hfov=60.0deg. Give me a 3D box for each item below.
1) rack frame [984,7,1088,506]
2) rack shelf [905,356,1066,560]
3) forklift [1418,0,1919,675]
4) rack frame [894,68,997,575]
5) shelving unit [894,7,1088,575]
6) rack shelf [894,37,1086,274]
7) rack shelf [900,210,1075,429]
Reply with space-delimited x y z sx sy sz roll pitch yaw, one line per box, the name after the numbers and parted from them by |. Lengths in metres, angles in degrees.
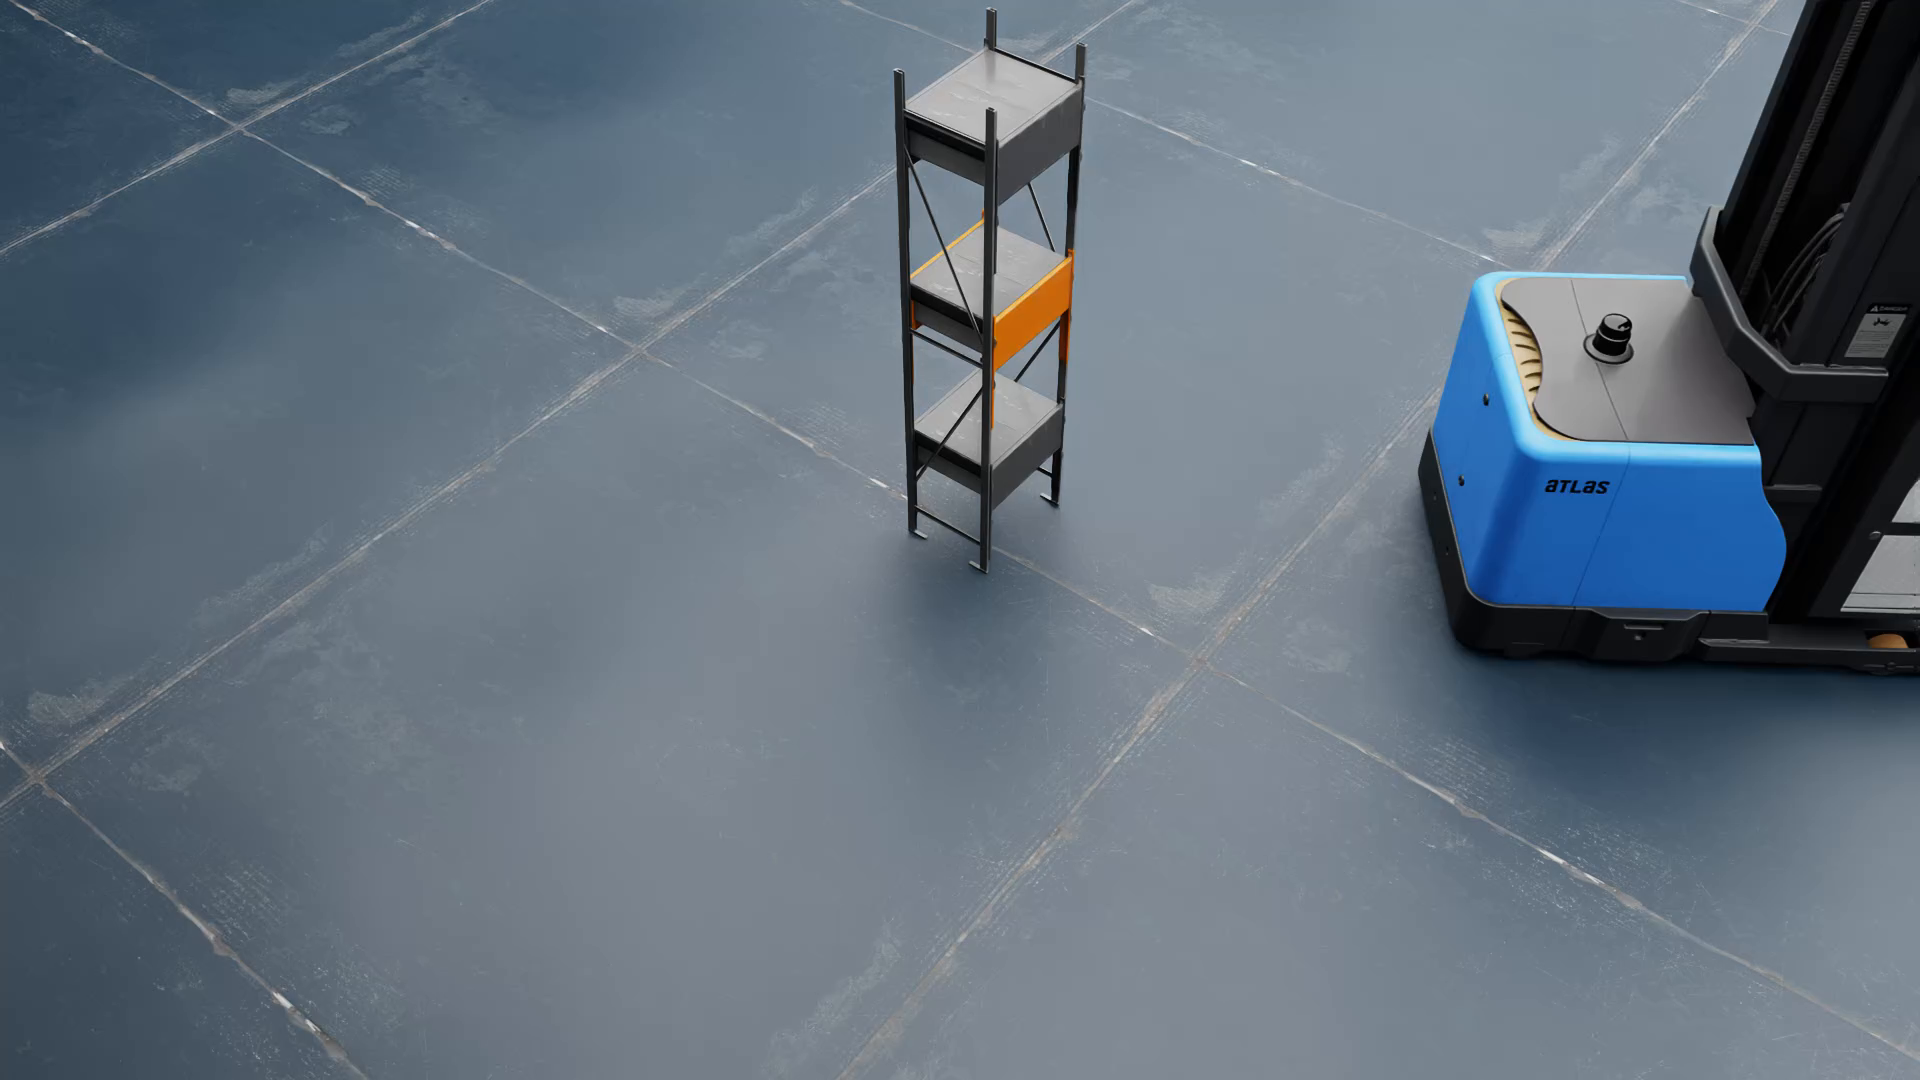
0.250 -0.960 6.215 0.400 2.100 0.015 29 53 25 | rack frame
0.101 -0.327 6.597 0.431 0.518 0.480 29 53 25 | rack shelf
3.402 -0.893 5.576 3.031 2.935 1.130 2 46 1 | forklift
-0.048 -0.680 5.948 0.400 2.100 0.015 29 53 25 | rack frame
0.101 -0.820 6.081 0.431 2.100 0.503 29 53 25 | shelving unit
0.101 -1.294 5.585 0.431 0.518 0.480 29 53 25 | rack shelf
0.101 -0.811 6.091 0.431 0.518 0.480 29 53 25 | rack shelf
